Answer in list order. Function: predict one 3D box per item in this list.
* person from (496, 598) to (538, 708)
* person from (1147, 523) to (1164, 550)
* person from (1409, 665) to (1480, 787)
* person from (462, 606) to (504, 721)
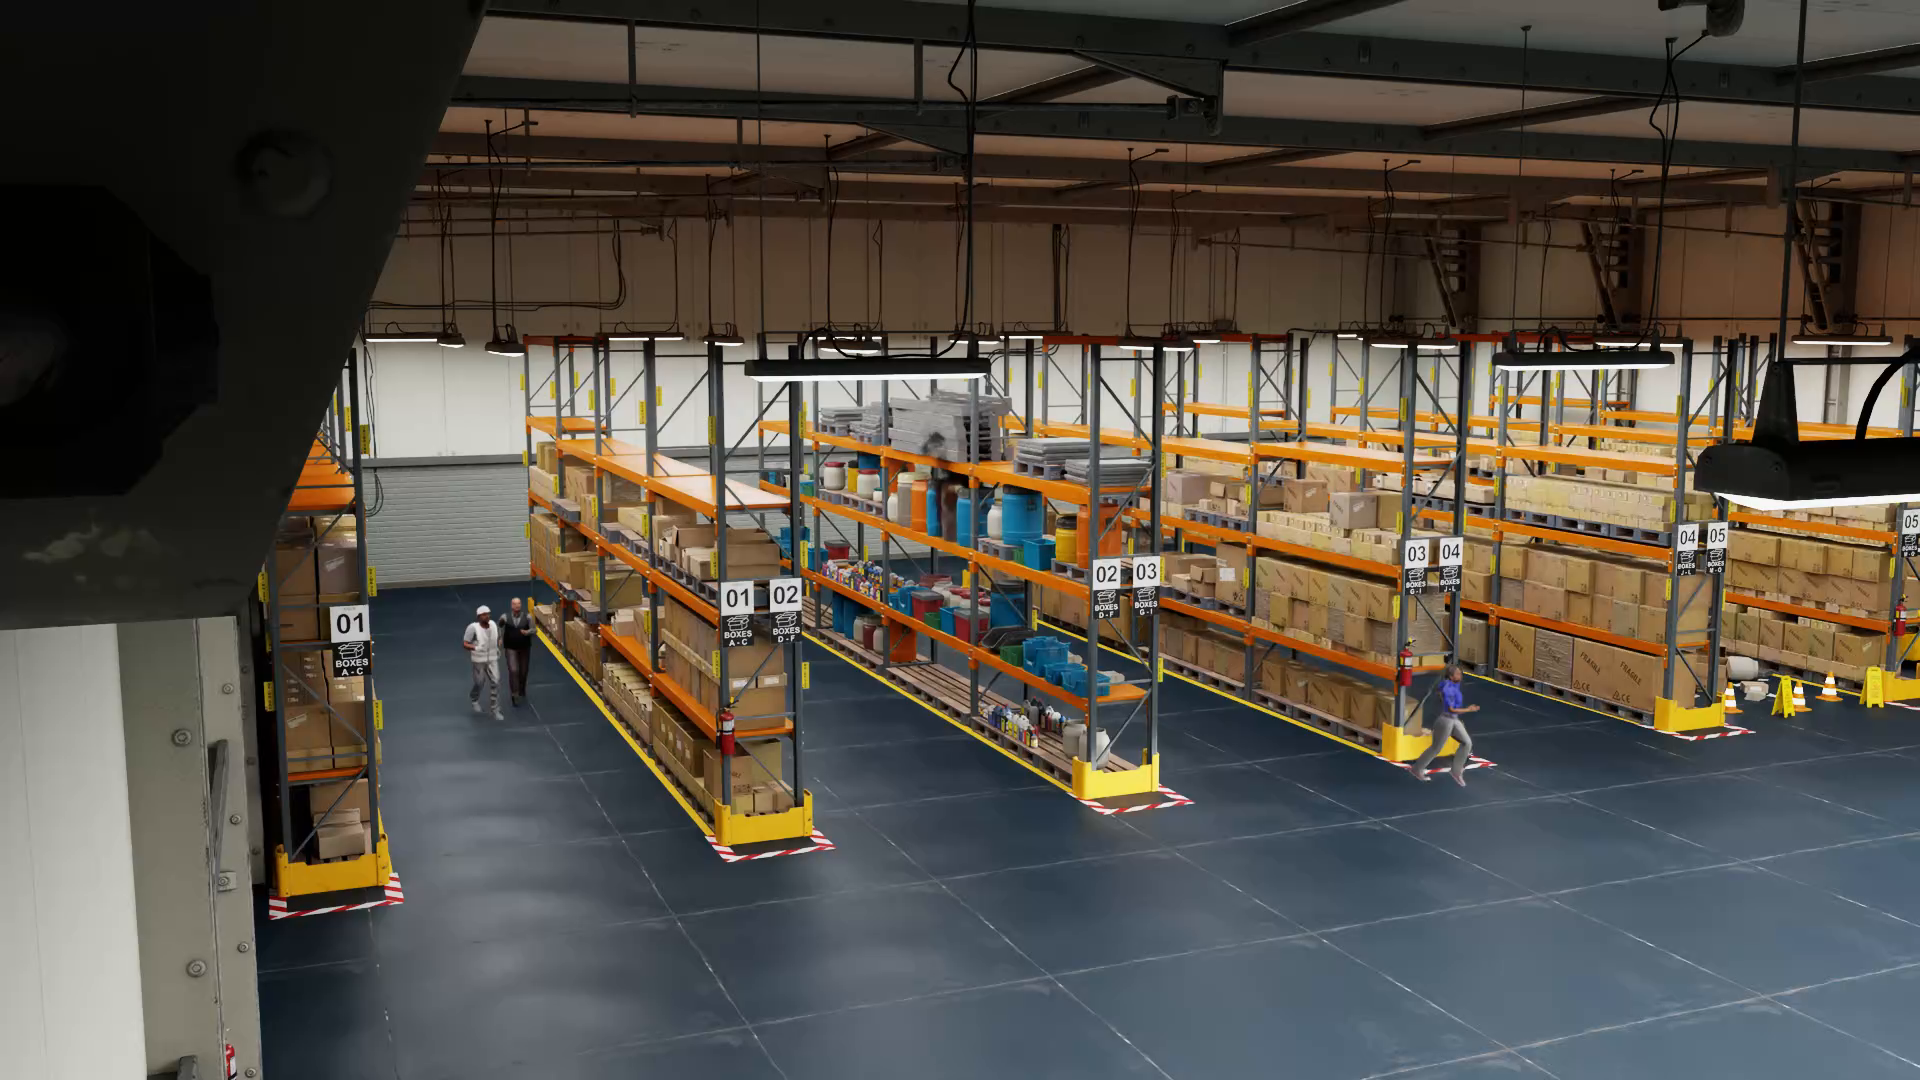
[{"bbox_3d":[-7.295,1.812,27.425,0.645,1.734,0.904,-3,8,-21],"label":"person"},{"bbox_3d":[4.435,0.407,38.471,0.580,1.682,0.632,-2,8,-15],"label":"person"},{"bbox_3d":[6.611,2.525,22.607,0.879,1.694,0.583,4,9,28],"label":"person"},{"bbox_3d":[-7.571,1.935,26.422,0.669,1.807,0.873,-6,10,-38],"label":"person"}]
